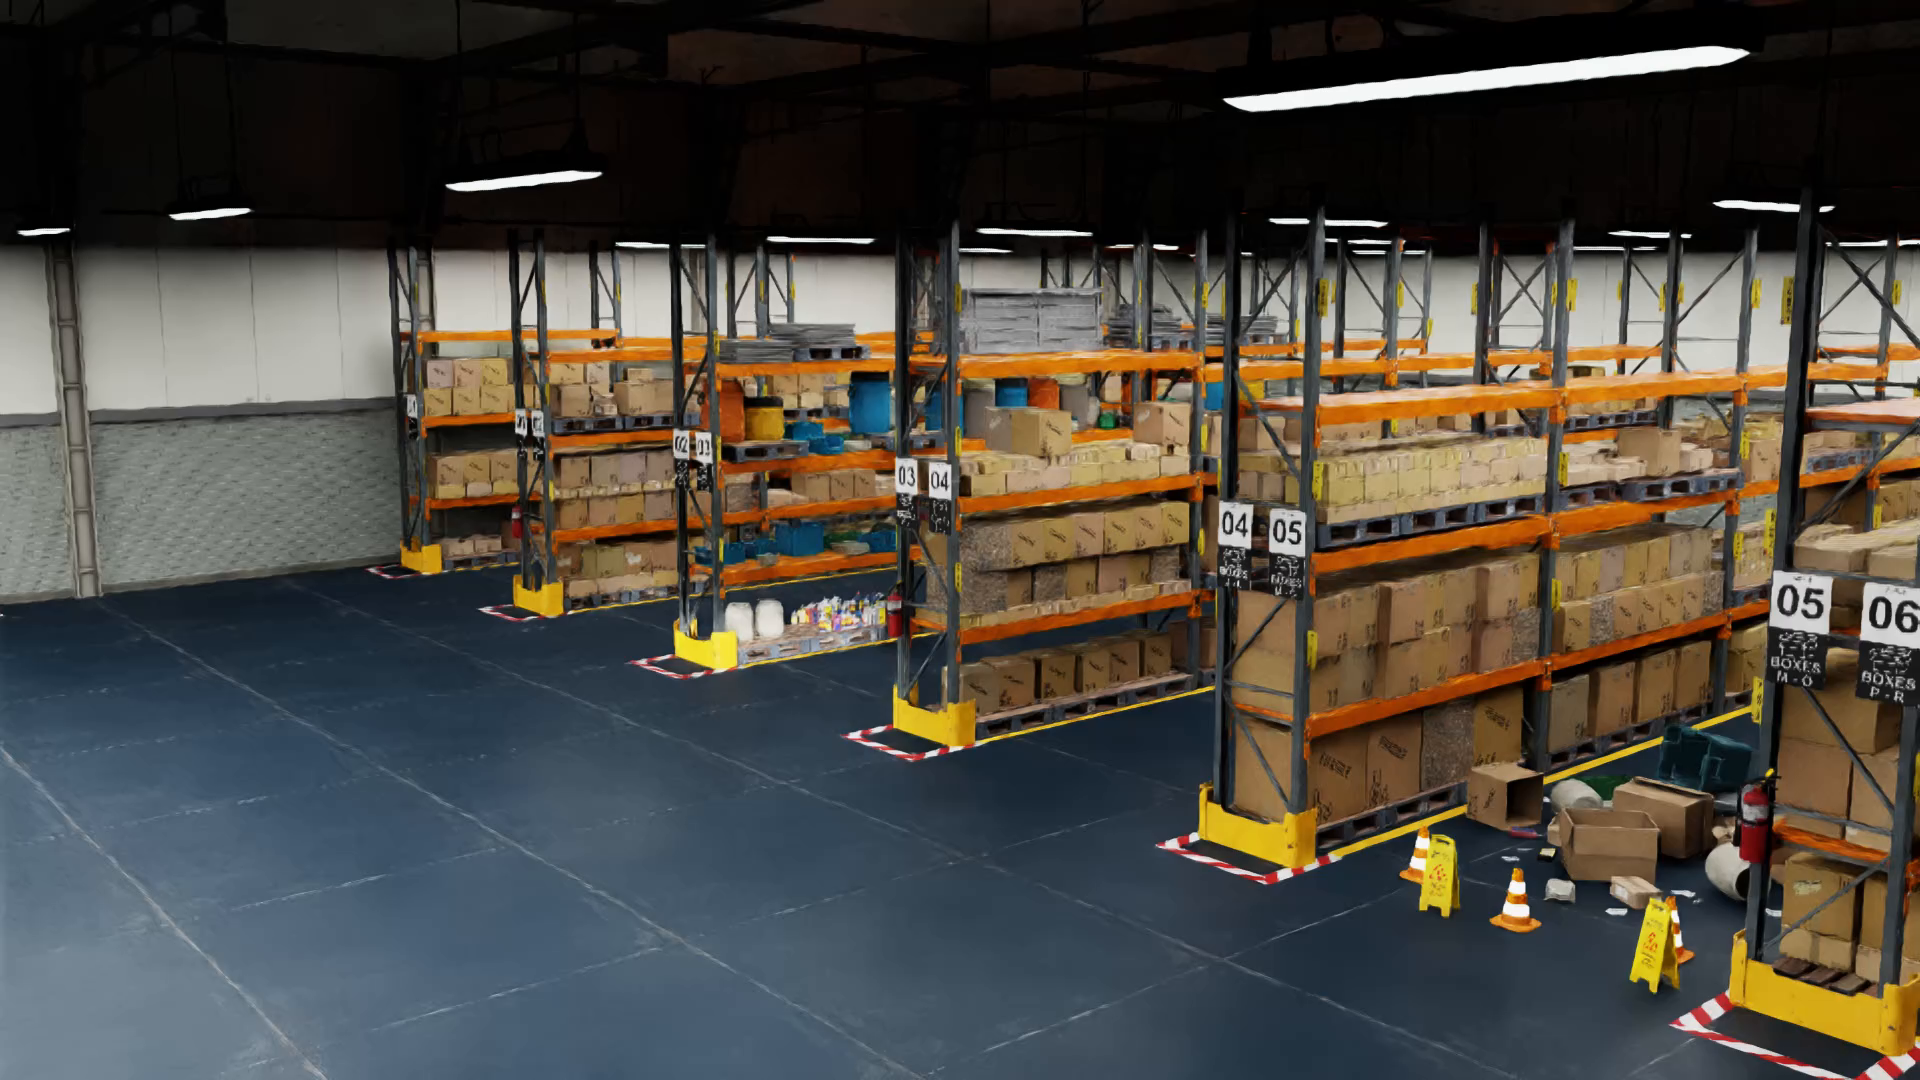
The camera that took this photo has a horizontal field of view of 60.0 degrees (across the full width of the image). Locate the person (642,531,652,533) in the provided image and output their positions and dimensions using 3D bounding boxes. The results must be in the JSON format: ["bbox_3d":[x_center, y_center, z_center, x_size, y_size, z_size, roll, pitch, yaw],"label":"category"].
[{"bbox_3d":[-5.889,-0.486,31.236,0.735,1.712,0.904,6,10,33],"label":"person"}]
